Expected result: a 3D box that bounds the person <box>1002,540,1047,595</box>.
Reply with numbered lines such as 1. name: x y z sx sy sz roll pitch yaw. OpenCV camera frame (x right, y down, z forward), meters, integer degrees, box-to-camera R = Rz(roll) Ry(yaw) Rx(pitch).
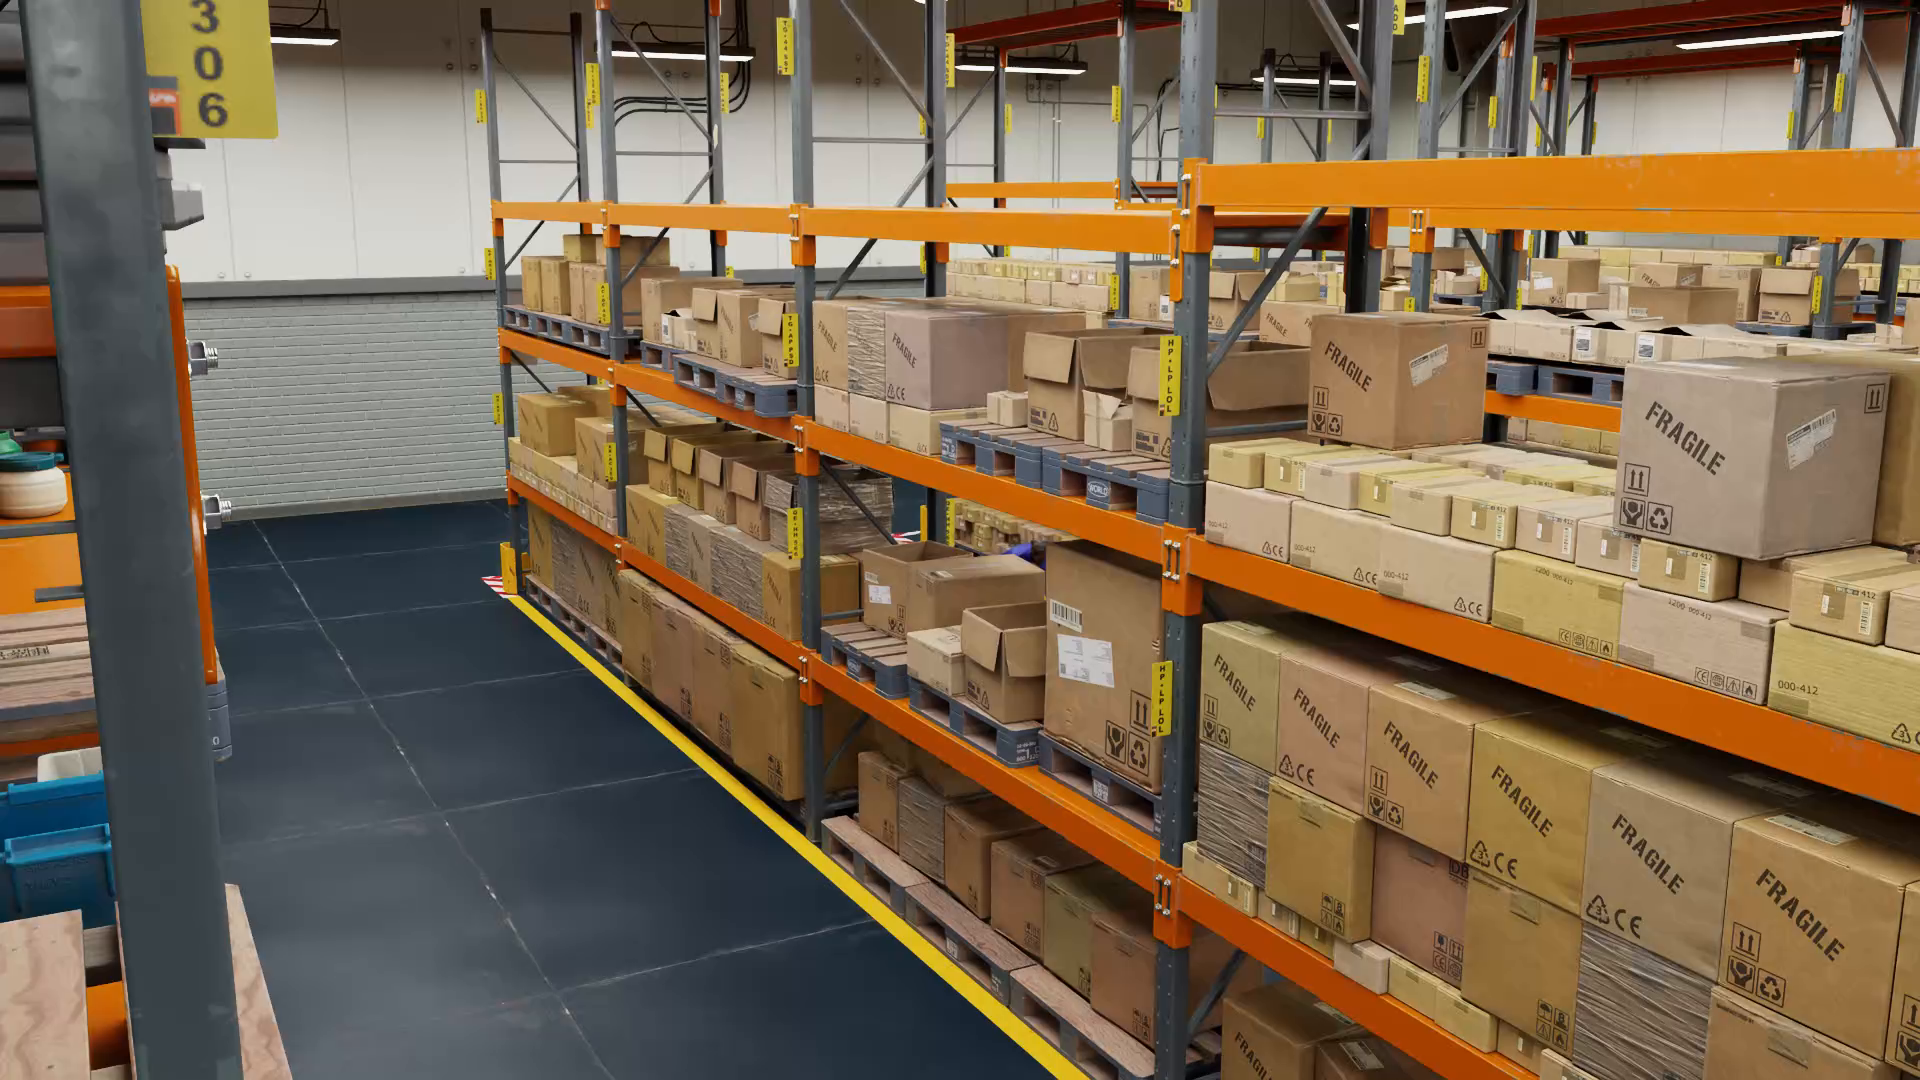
1. person: 0.590 0.420 16.194 0.487 0.954 0.789 -7 14 -30
